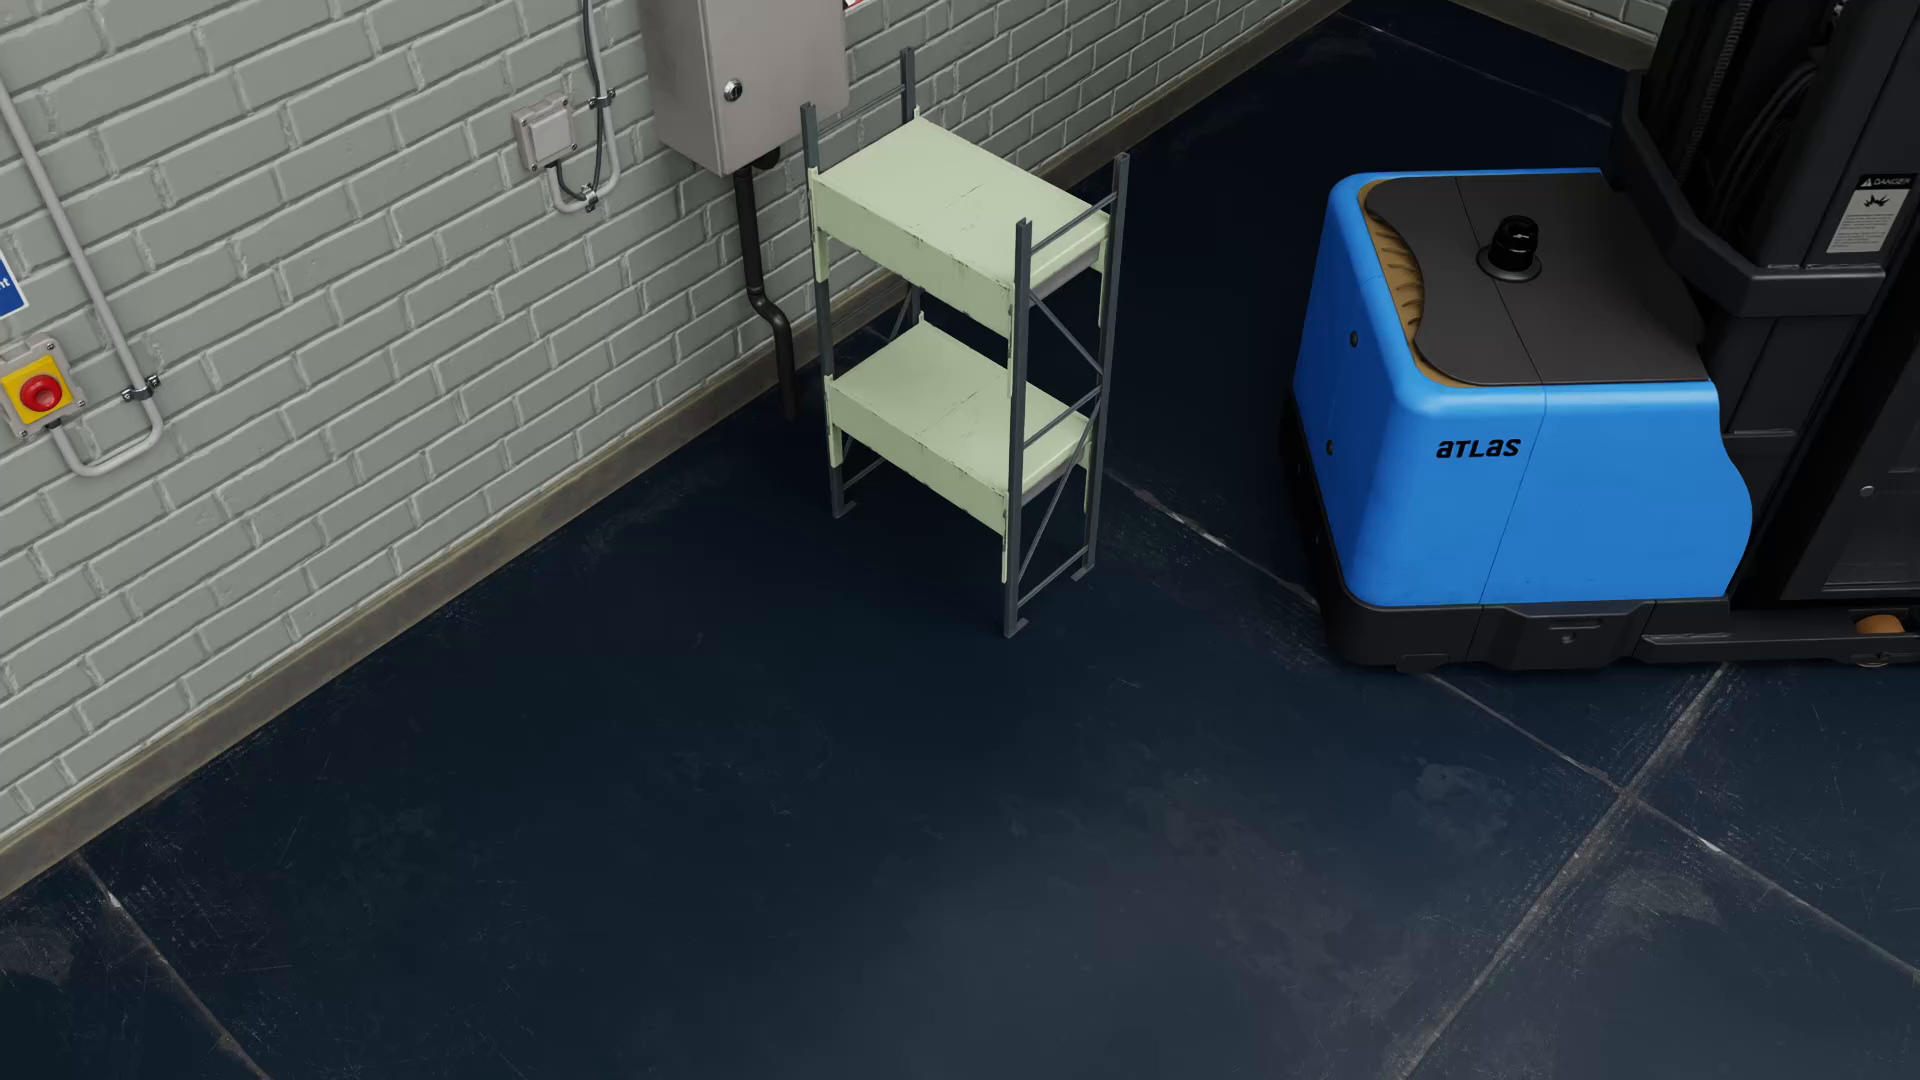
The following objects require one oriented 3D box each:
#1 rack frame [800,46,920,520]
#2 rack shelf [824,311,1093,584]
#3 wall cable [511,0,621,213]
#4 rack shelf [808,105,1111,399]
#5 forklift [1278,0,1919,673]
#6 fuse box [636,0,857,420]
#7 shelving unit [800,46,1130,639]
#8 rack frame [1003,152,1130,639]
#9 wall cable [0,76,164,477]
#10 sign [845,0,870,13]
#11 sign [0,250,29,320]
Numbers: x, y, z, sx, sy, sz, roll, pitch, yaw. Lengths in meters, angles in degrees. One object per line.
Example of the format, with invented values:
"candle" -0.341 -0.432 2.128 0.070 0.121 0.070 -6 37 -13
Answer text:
"rack frame" -0.264 -0.691 4.870 0.023 1.500 0.400 34 55 28
"rack shelf" 0.005 -0.287 4.938 0.720 0.370 0.431 34 55 28
"wall cable" -1.115 -1.515 3.918 0.122 1.984 0.588 34 55 28
"rack shelf" 0.005 -0.777 4.416 0.720 0.370 0.431 34 55 28
"forklift" 2.575 -1.016 4.193 3.031 2.935 1.130 -2 47 -2
"fuse box" -0.536 -1.014 5.029 0.414 1.711 0.539 34 55 28
"shelving unit" 0.005 -0.510 4.700 0.755 1.500 0.431 34 55 28
"rack frame" 0.274 -0.329 4.530 0.023 1.500 0.400 34 55 28
"wall cable" -2.068 -0.761 3.188 0.123 1.953 0.585 34 55 28
"sign" -0.354 -1.790 4.938 0.001 0.494 0.329 34 55 28
"sign" -2.146 -0.499 3.476 0.001 0.218 0.327 34 55 28
